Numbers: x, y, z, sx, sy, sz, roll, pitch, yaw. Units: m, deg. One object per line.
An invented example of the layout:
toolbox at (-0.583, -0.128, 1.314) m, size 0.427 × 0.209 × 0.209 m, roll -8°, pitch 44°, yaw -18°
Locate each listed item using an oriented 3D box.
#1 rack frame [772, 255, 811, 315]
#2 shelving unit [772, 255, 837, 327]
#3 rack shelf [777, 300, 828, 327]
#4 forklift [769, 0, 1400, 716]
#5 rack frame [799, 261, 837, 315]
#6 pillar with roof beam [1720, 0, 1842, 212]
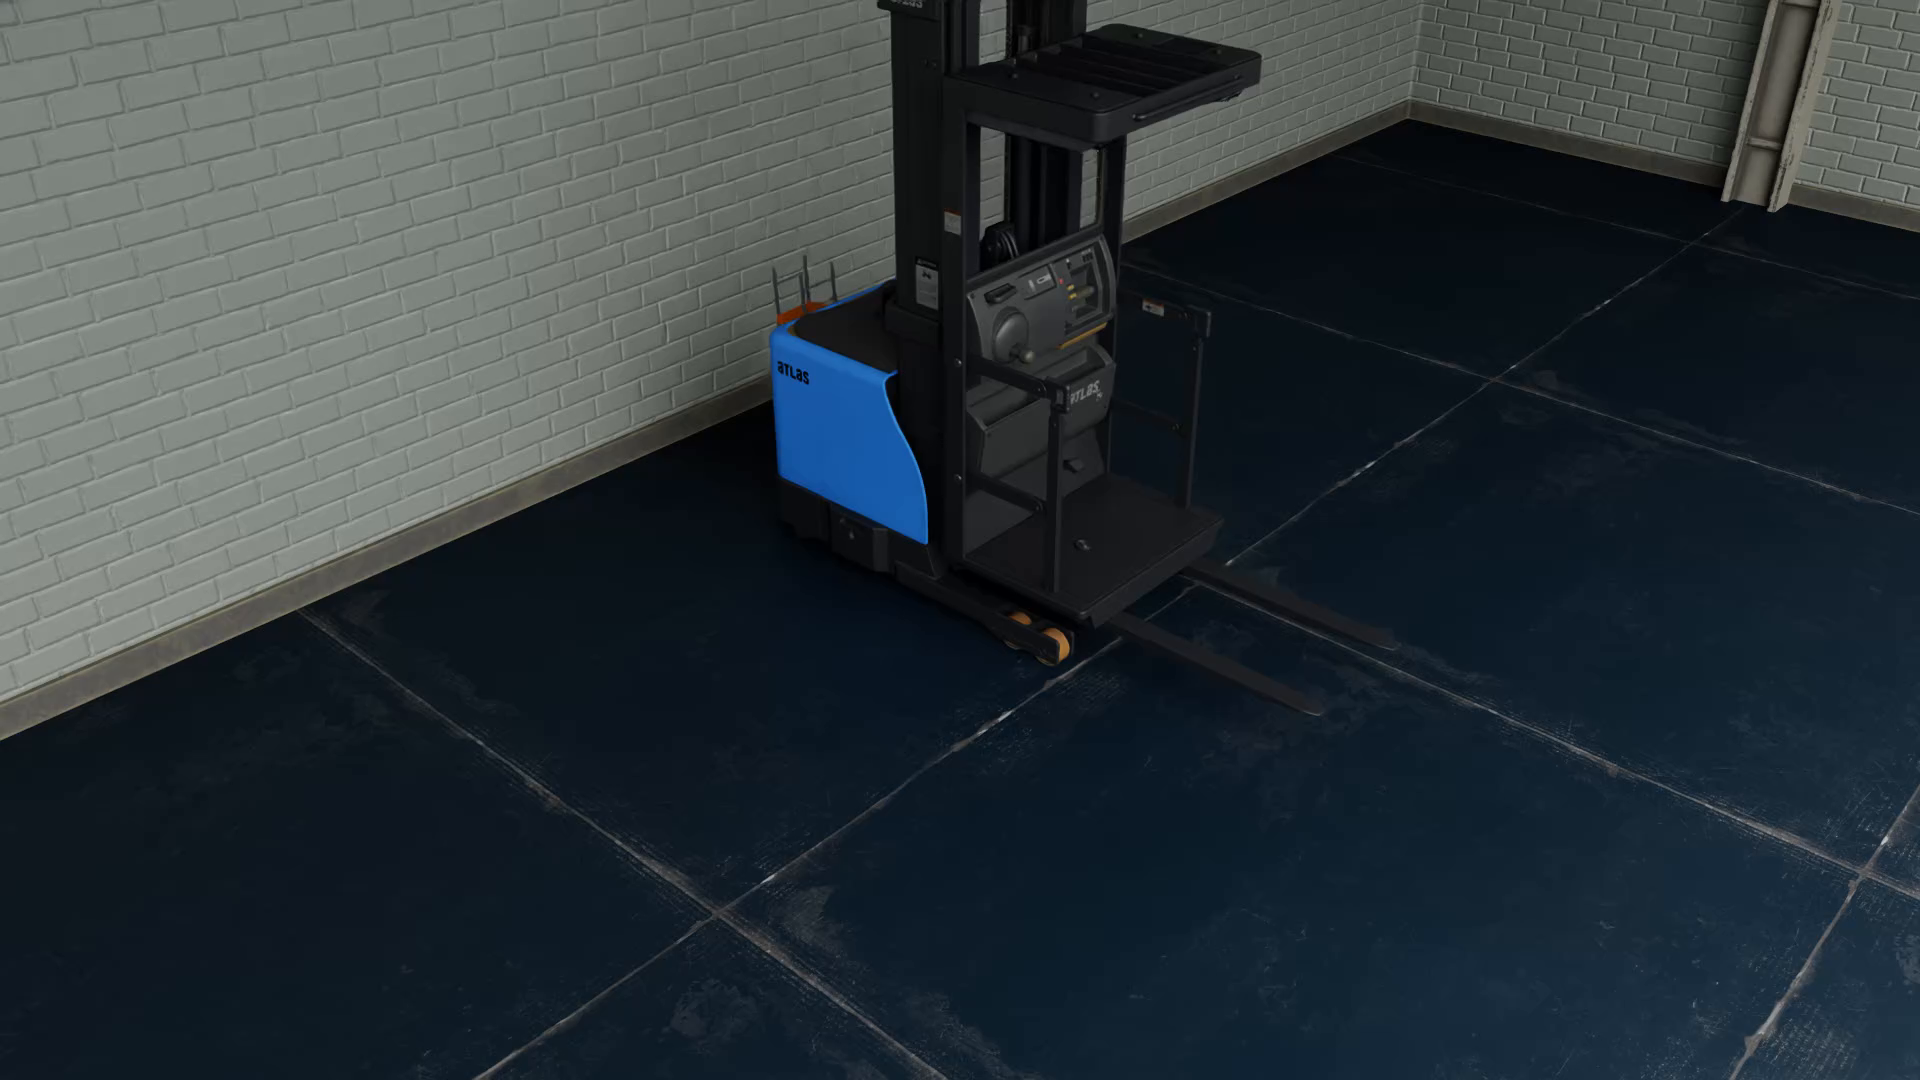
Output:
rack frame at (-0.813, -0.847, 8.495) m, size 0.006 × 1.200 × 0.240 m, roll 19°, pitch 36°, yaw 35°
shelving unit at (-0.742, -0.822, 8.443) m, size 0.189 × 1.200 × 0.258 m, roll 19°, pitch 36°, yaw 35°
rack shelf at (-0.758, -1.098, 8.291) m, size 0.180 × 0.103 × 0.258 m, roll 19°, pitch 36°, yaw 35°
forklift at (0.522, -1.008, 7.083) m, size 3.031 × 2.935 × 1.130 m, roll 25°, pitch 39°, yaw 35°
rack frame at (-0.671, -0.797, 8.391) m, size 0.006 × 1.200 × 0.240 m, roll 19°, pitch 36°, yaw 35°
pillar with roof beam at (3.070, -4.752, 7.418) m, size 0.400 × 9.000 × 9.100 m, roll 25°, pitch 39°, yaw 35°
